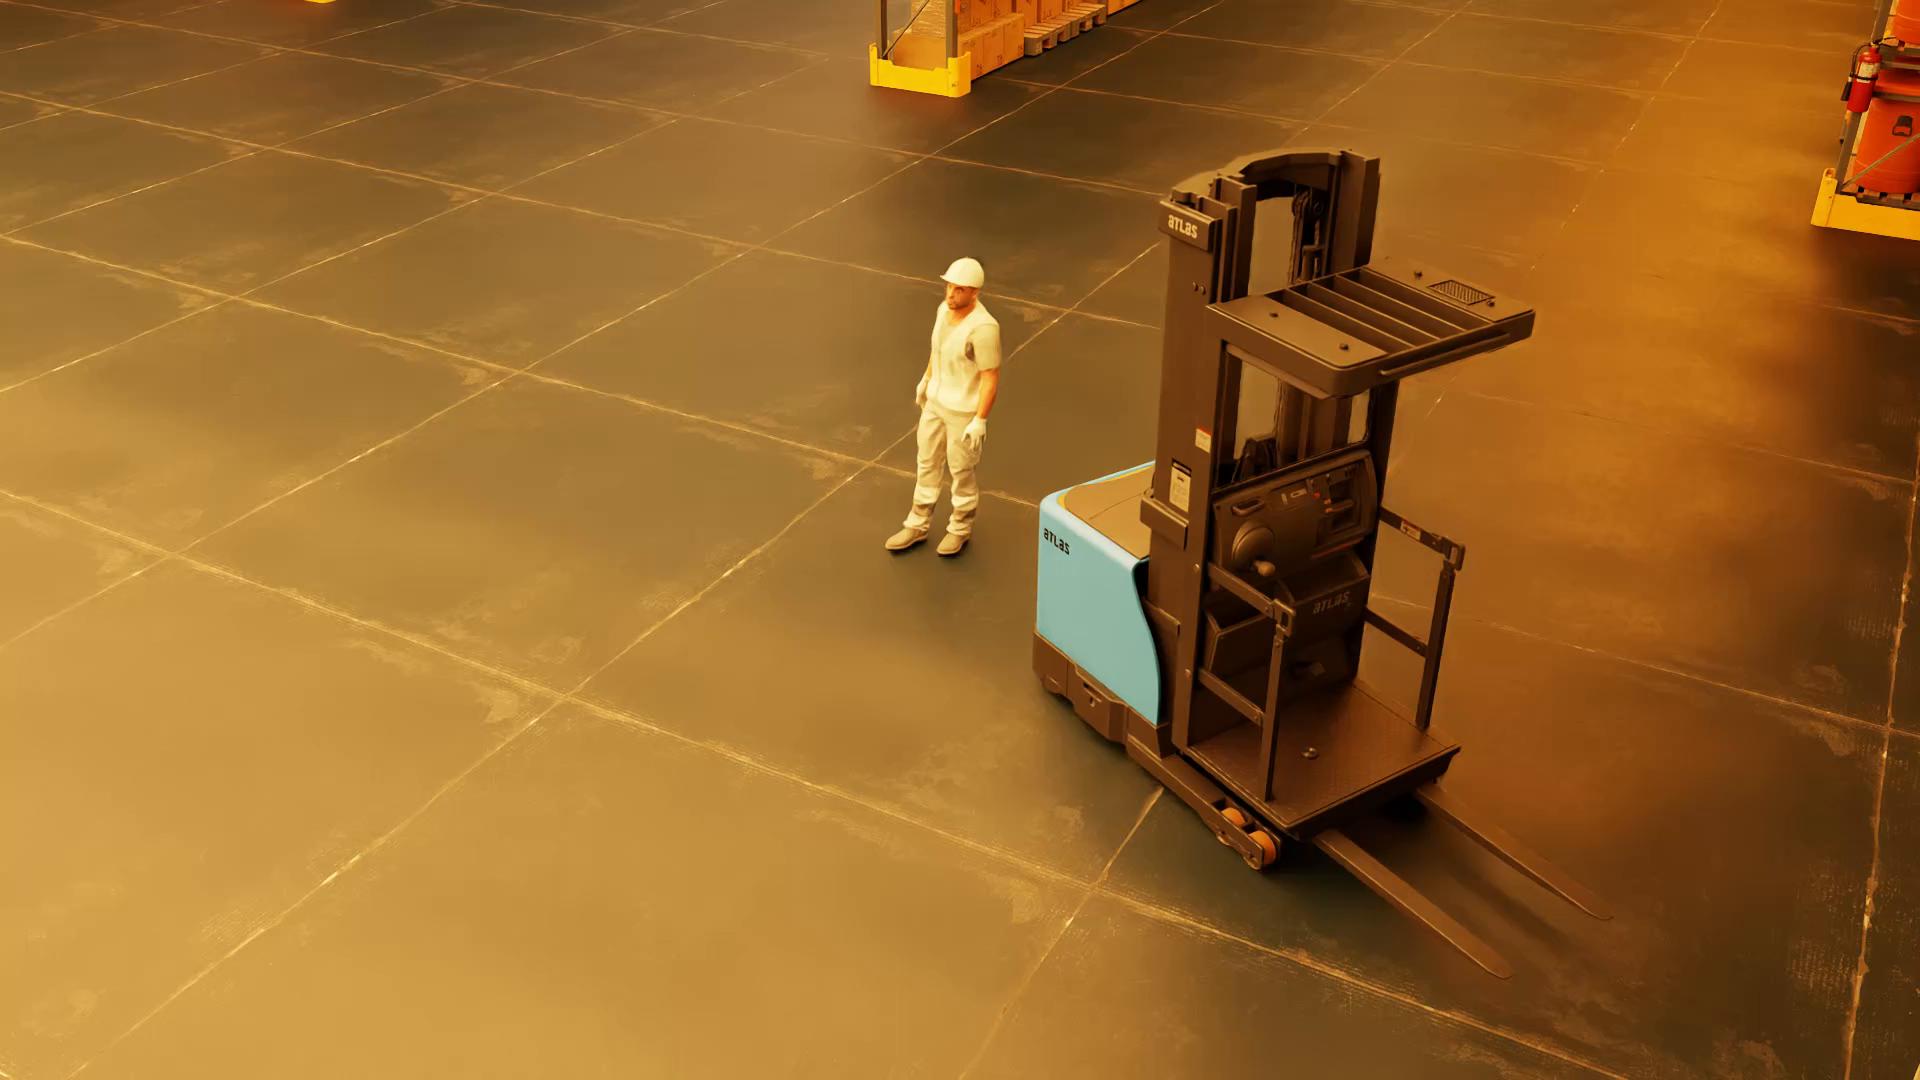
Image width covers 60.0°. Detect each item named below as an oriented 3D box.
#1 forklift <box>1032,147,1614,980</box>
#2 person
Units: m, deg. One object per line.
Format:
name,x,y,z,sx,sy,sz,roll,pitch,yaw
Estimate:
forklift,1.602,-0.068,7.189,1.130,2.935,3.031,-18,35,-28
person,-0.113,-0.735,9.483,0.610,1.792,0.662,-19,35,-29
